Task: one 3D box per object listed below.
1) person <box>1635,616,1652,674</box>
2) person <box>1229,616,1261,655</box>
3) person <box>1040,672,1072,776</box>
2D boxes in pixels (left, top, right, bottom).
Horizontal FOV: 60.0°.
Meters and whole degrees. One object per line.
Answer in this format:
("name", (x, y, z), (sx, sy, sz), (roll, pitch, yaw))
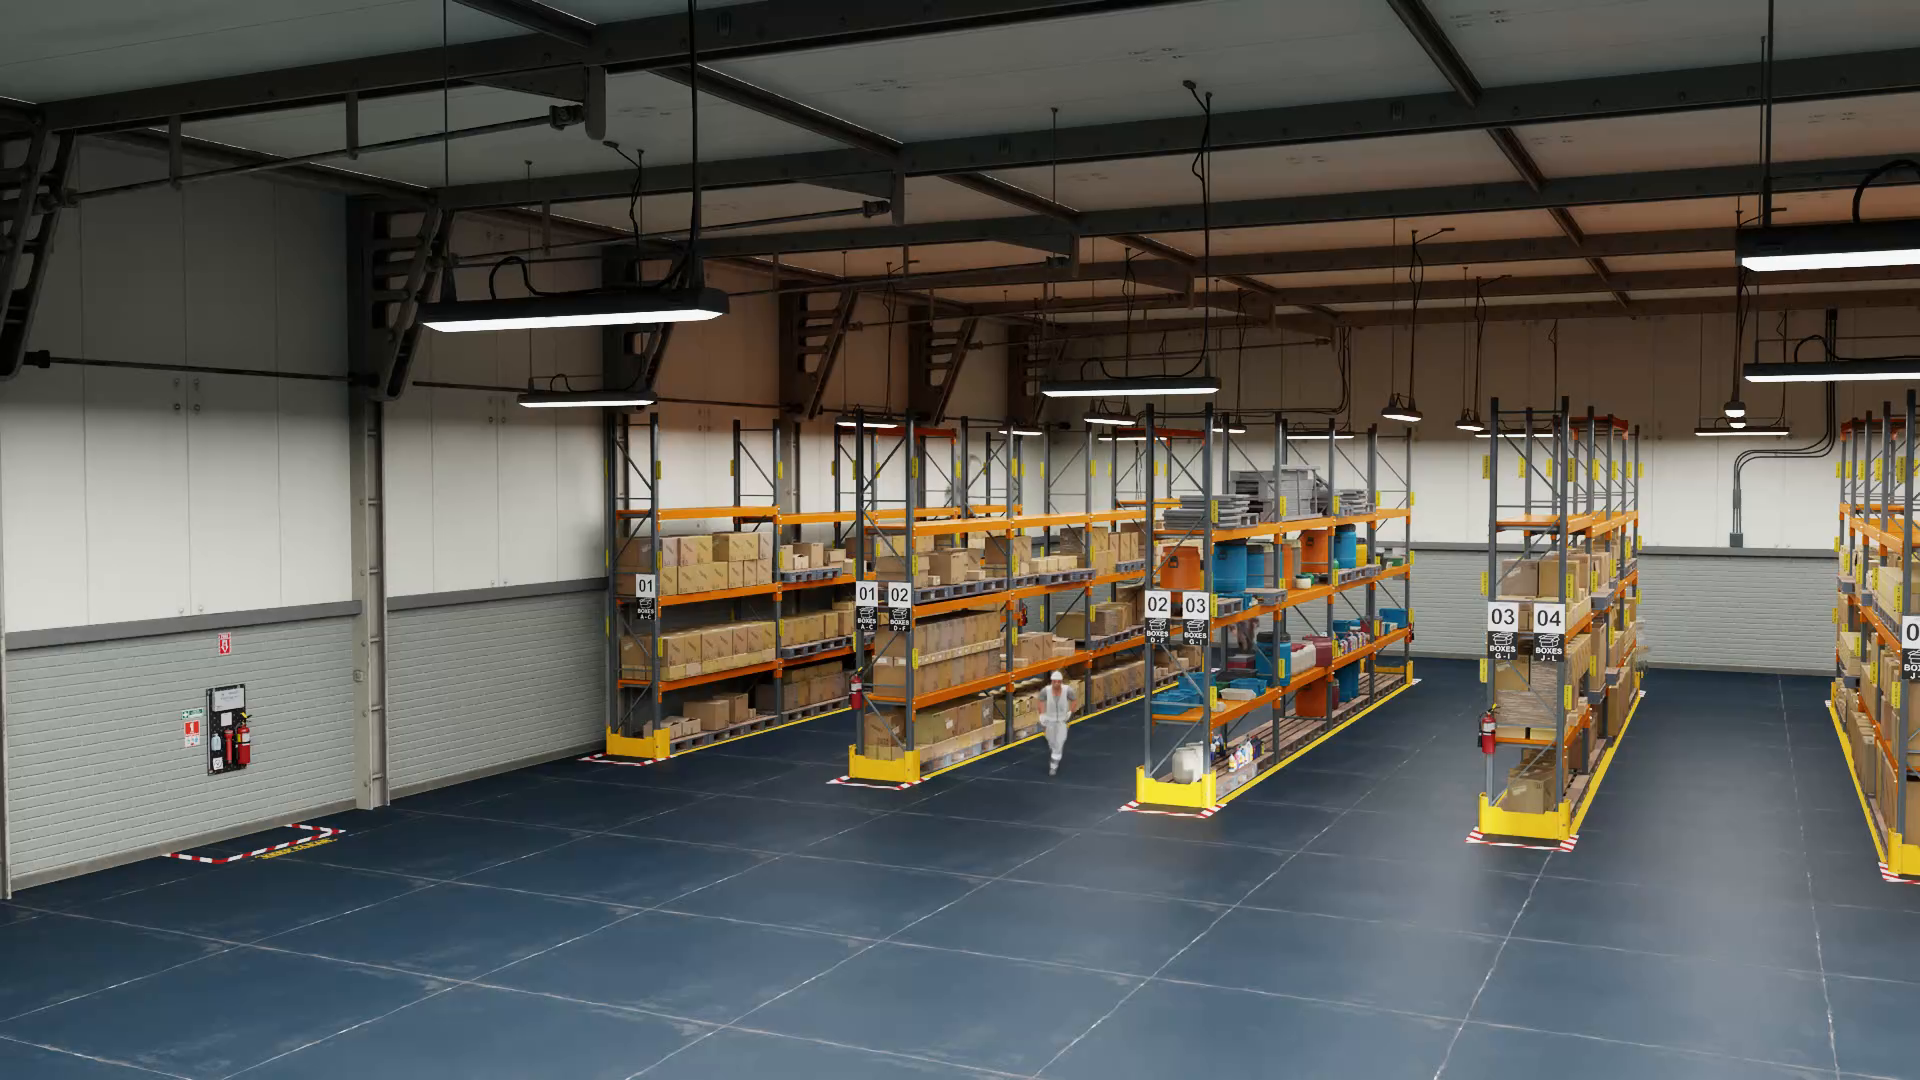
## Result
("person", (15.428, 2.574, 37.976), (0.758, 1.707, 0.708), (2, 3, 34))
("person", (6.994, 2.397, 40.748), (0.722, 1.786, 0.911), (0, 2, -11))
("person", (1.579, 3.009, 27.528), (0.520, 1.720, 0.910), (0, 2, 0))
